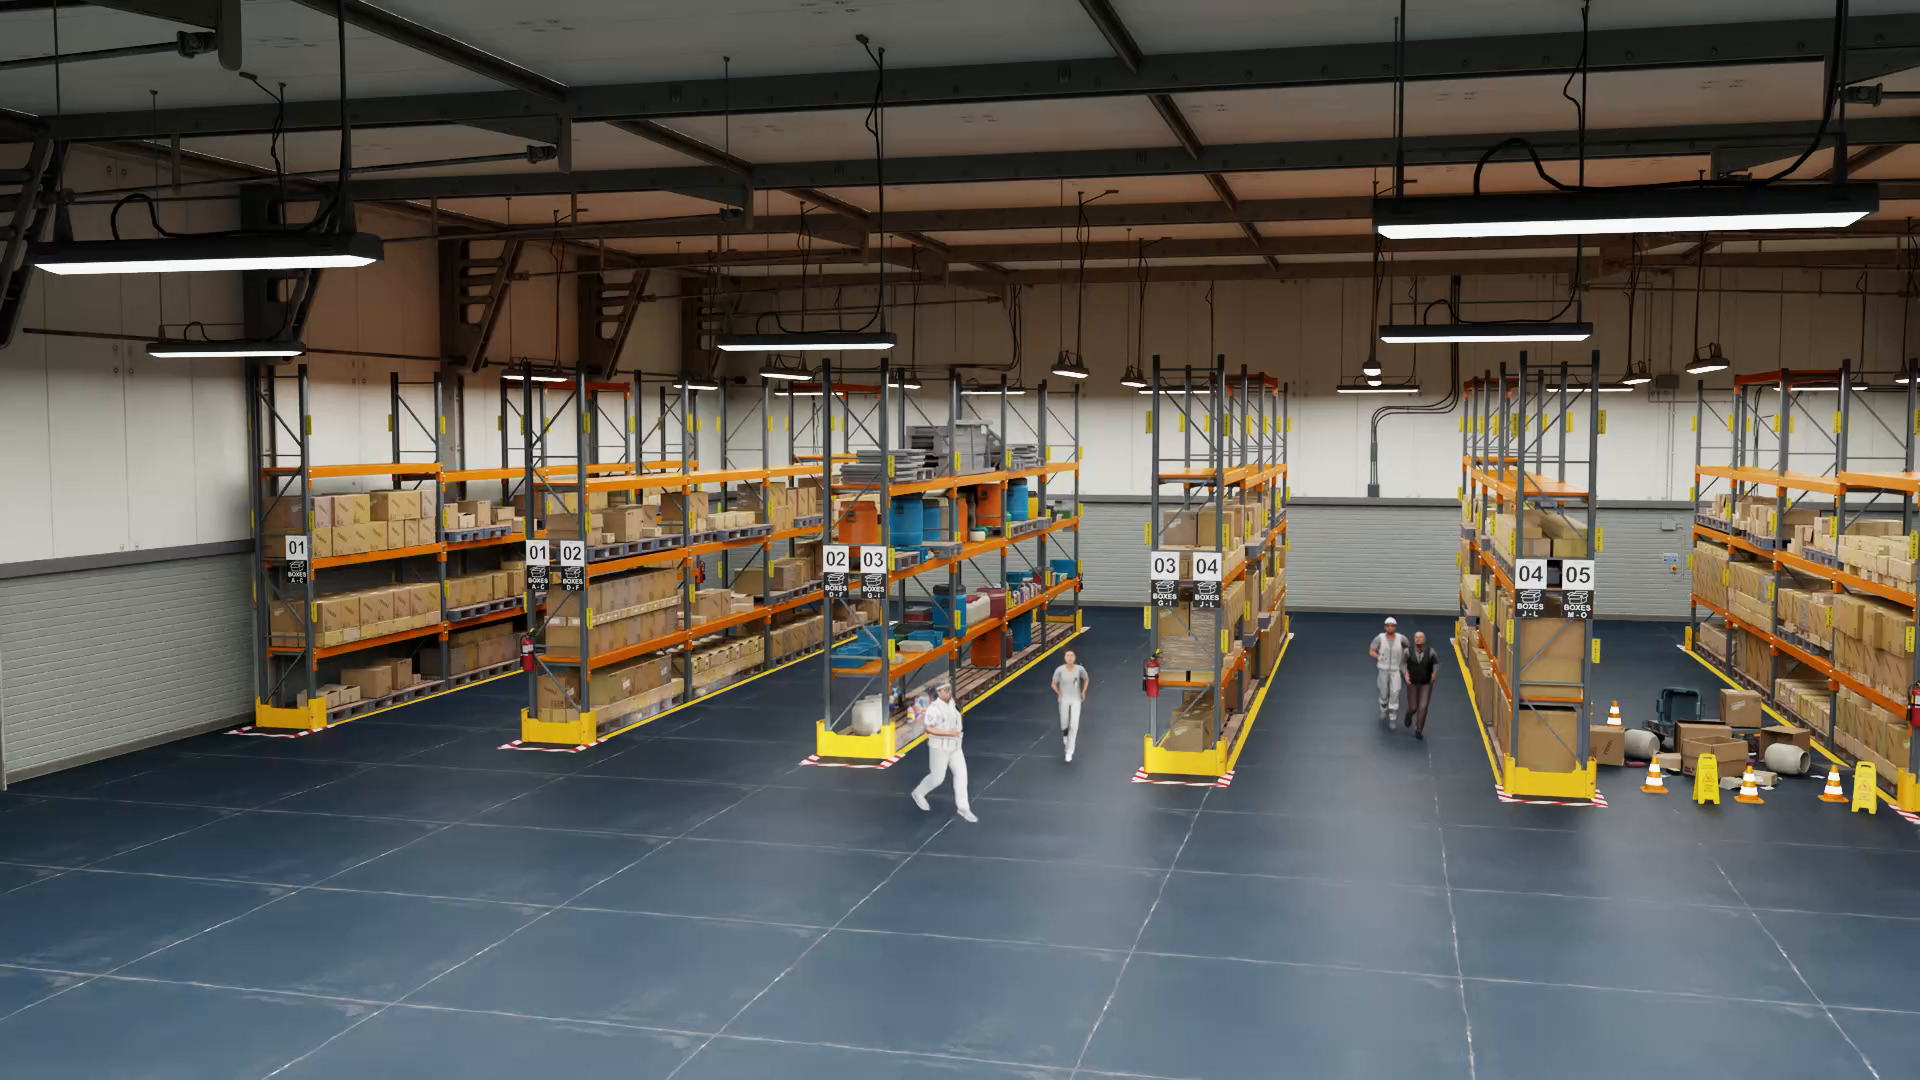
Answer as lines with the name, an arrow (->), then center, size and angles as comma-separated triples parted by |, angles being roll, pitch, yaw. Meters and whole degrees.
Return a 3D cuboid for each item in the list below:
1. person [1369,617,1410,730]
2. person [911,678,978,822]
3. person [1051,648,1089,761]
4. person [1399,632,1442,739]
person -> 7.167, 2.189, 27.720 | 0.682, 1.821, 0.865 | 1, 4, 13
person -> -0.199, 2.652, 21.203 | 0.980, 1.803, 0.673 | 3, 5, 41
person -> 1.667, 2.462, 25.148 | 0.576, 1.670, 0.820 | 0, 4, 2
person -> 7.419, 2.320, 26.816 | 0.663, 1.704, 0.660 | 1, 4, 14
